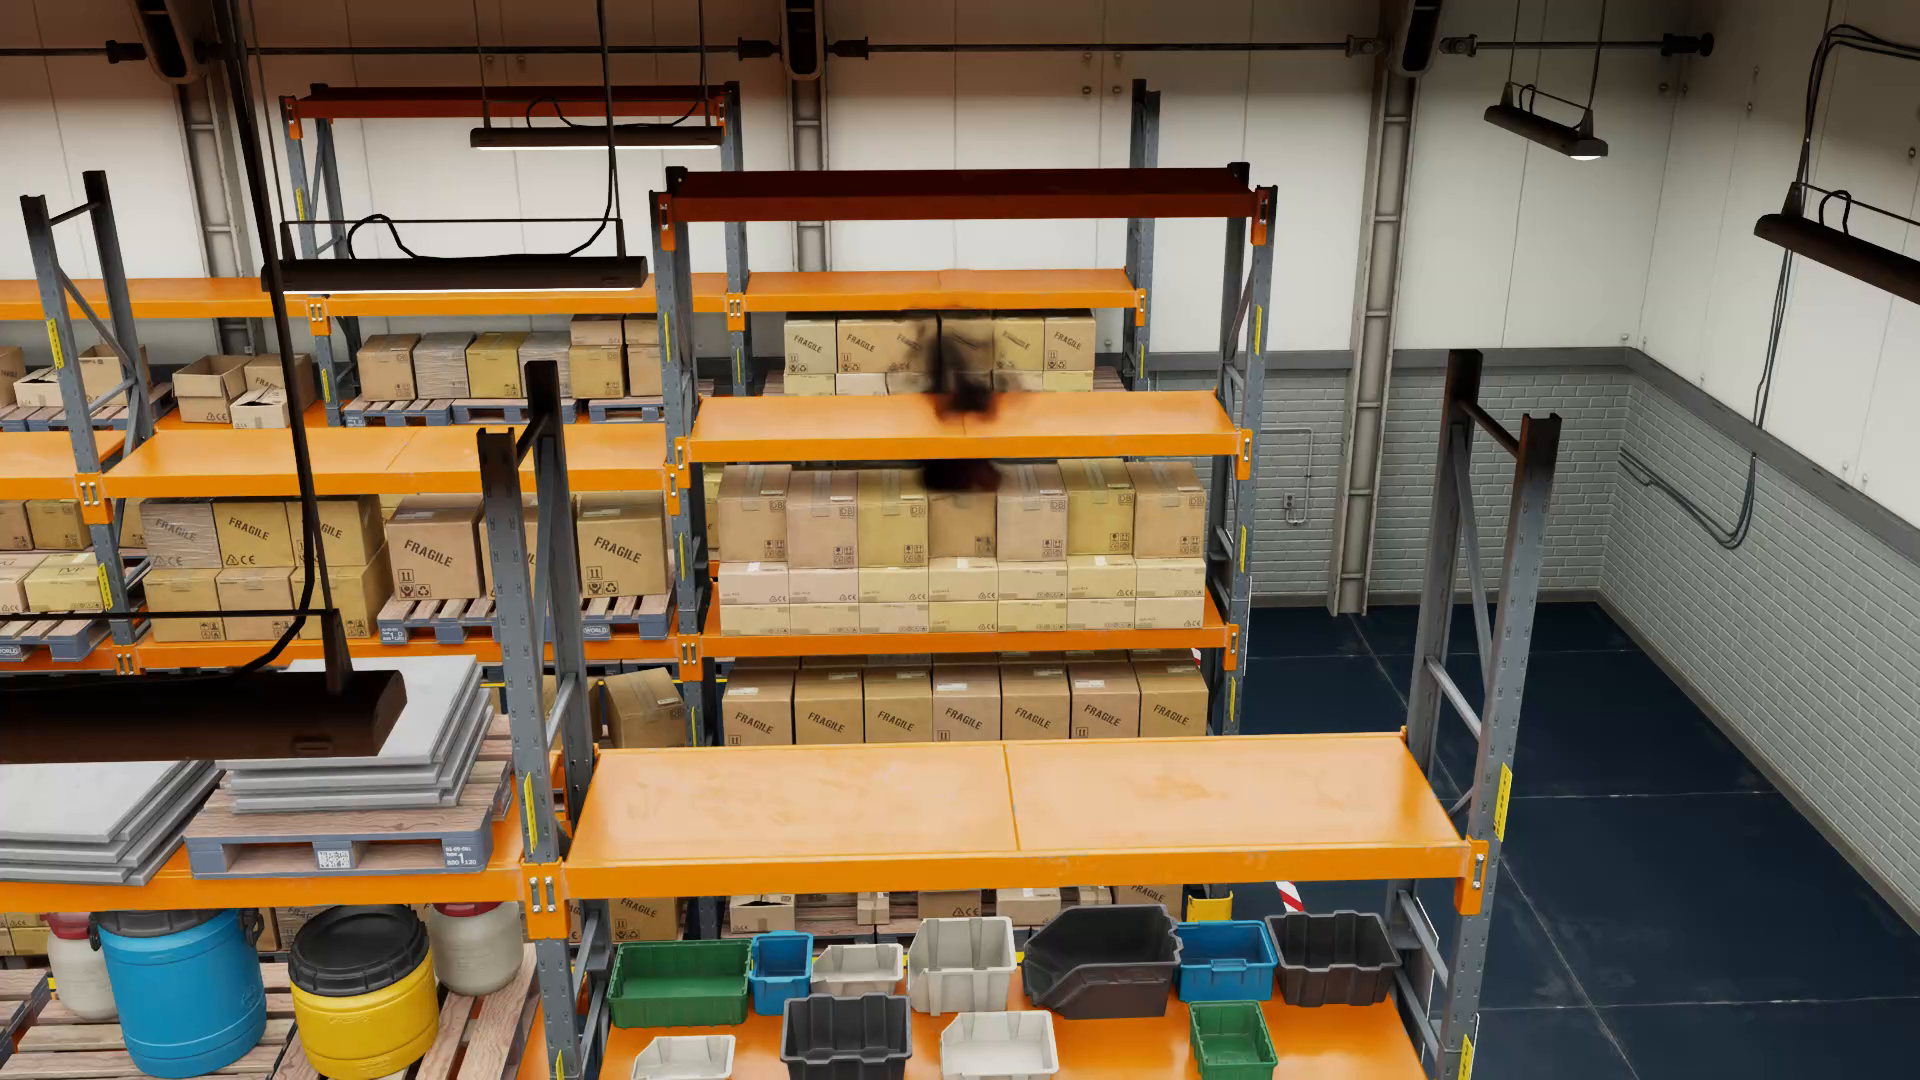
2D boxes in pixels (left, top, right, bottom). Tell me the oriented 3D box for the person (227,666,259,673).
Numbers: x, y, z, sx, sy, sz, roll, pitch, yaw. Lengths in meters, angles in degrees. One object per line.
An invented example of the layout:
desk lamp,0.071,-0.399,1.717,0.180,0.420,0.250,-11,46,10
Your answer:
person,-6.167,1.715,14.546,0.966,1.831,0.697,-3,22,-6
